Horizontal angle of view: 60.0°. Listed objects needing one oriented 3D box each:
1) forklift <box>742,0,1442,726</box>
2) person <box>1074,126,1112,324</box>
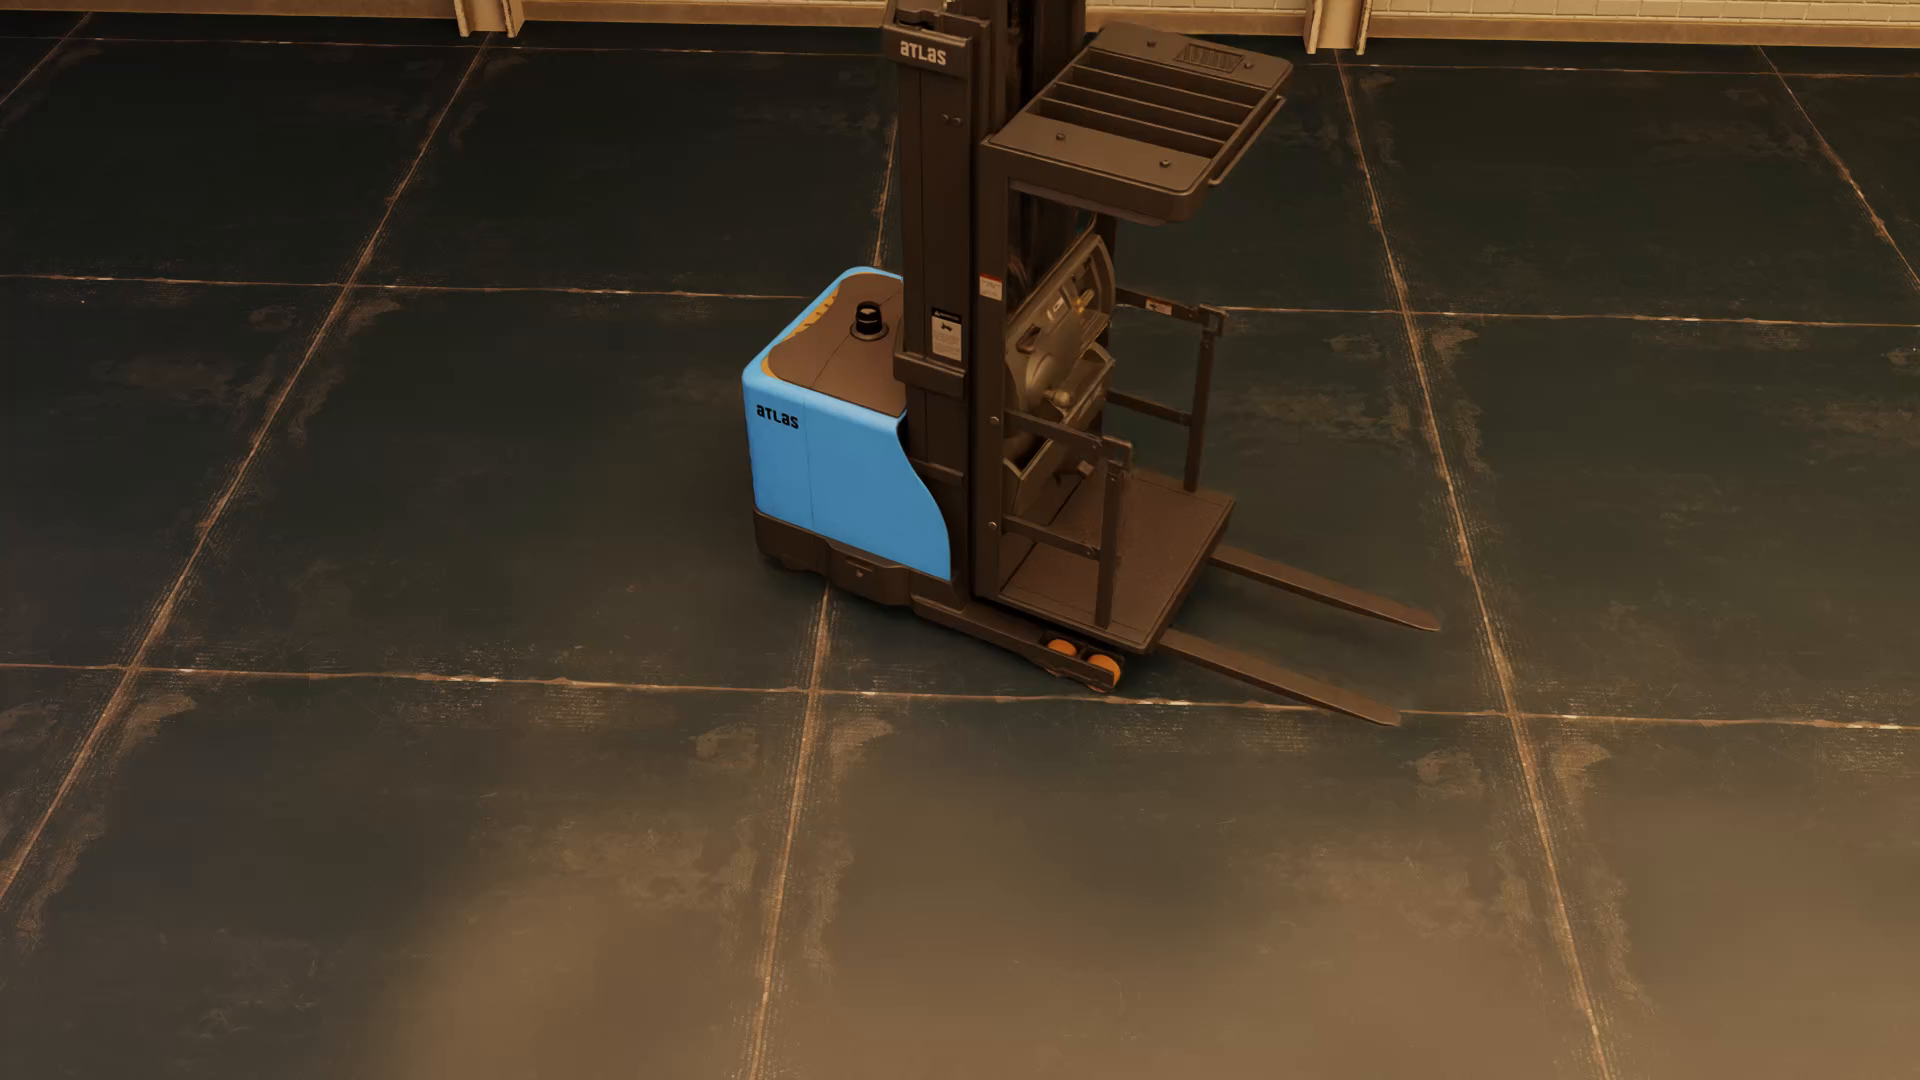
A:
[{"bbox_3d":[0.592,-0.836,6.658,3.031,2.935,1.130,19,46,20],"label":"forklift"},{"bbox_3d":[0.733,-1.664,8.774,0.988,1.326,0.674,-19,46,-20],"label":"person"}]
